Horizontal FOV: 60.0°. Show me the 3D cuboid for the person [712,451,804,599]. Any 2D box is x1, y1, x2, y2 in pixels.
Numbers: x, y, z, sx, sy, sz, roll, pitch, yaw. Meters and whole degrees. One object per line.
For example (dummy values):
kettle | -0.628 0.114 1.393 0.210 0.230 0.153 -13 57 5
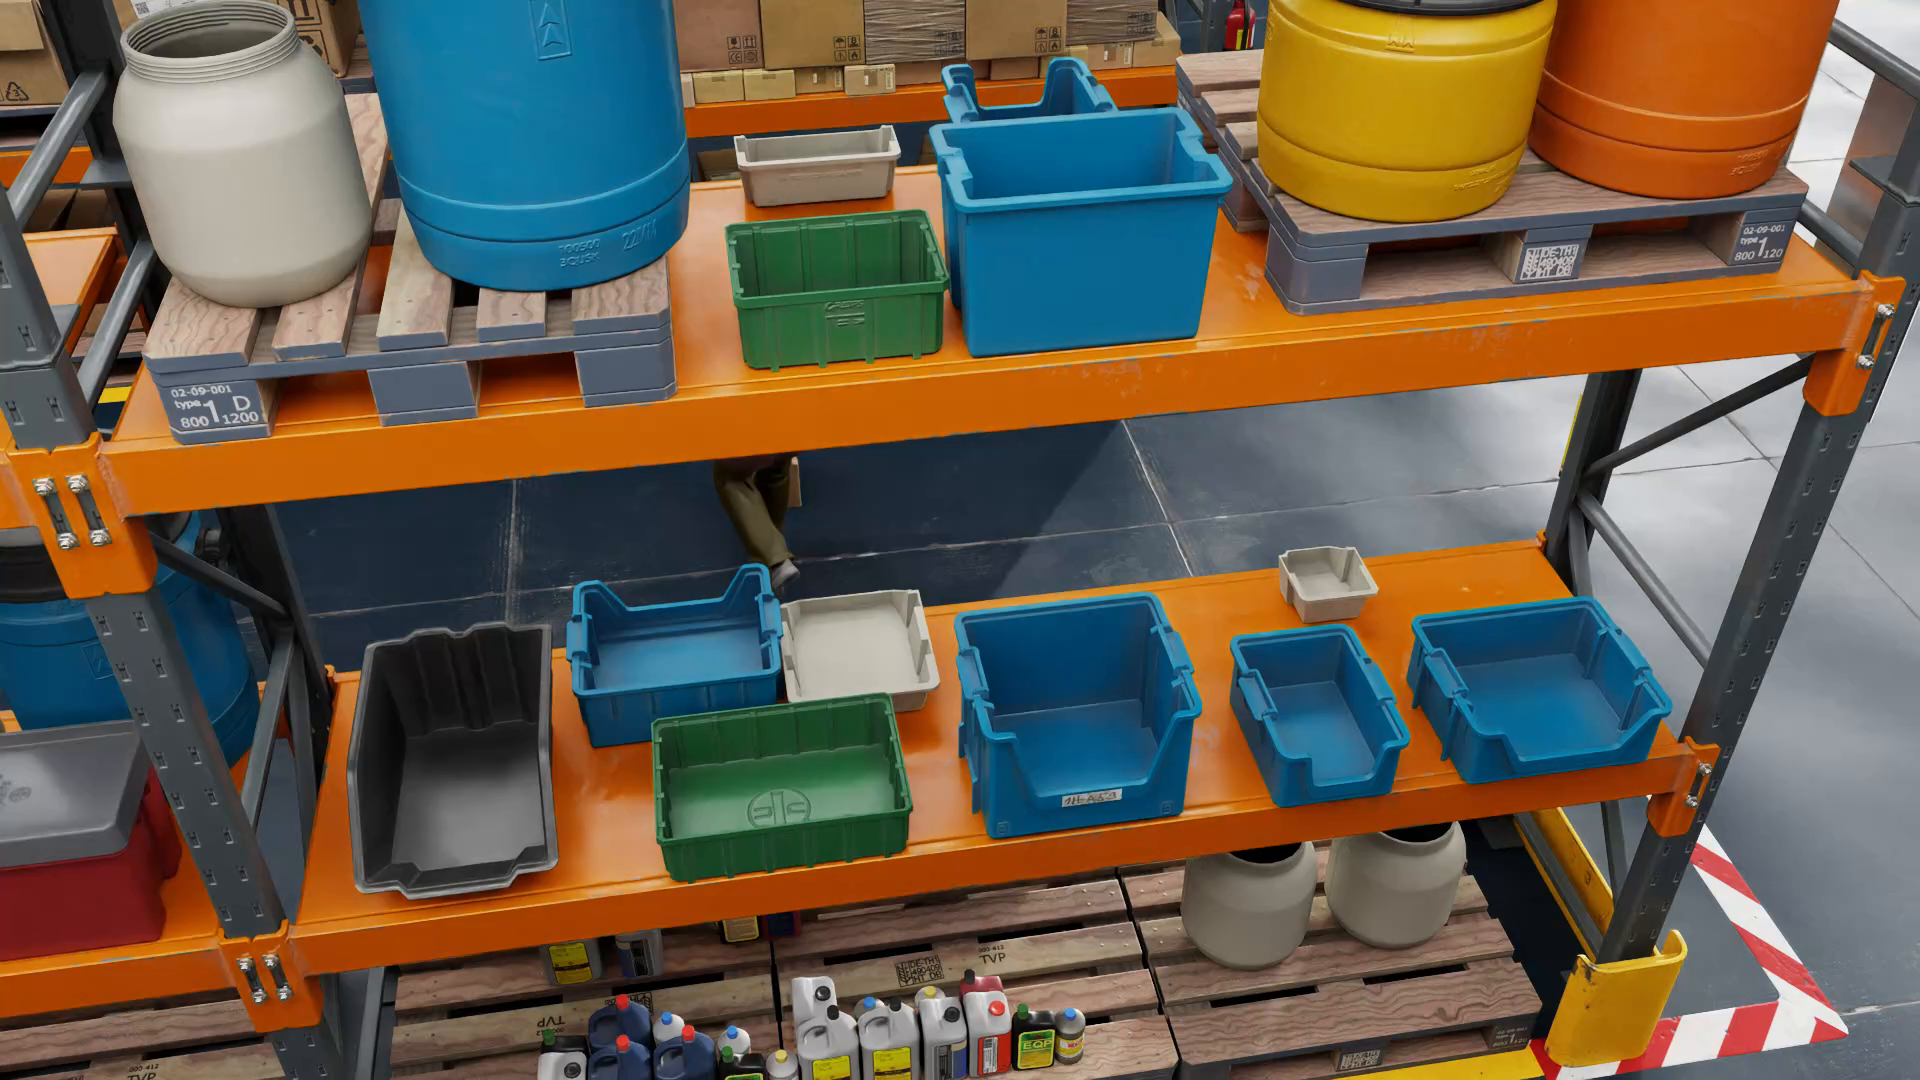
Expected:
person | -0.774 -0.541 6.839 0.625 1.771 0.829 -19 42 -22
